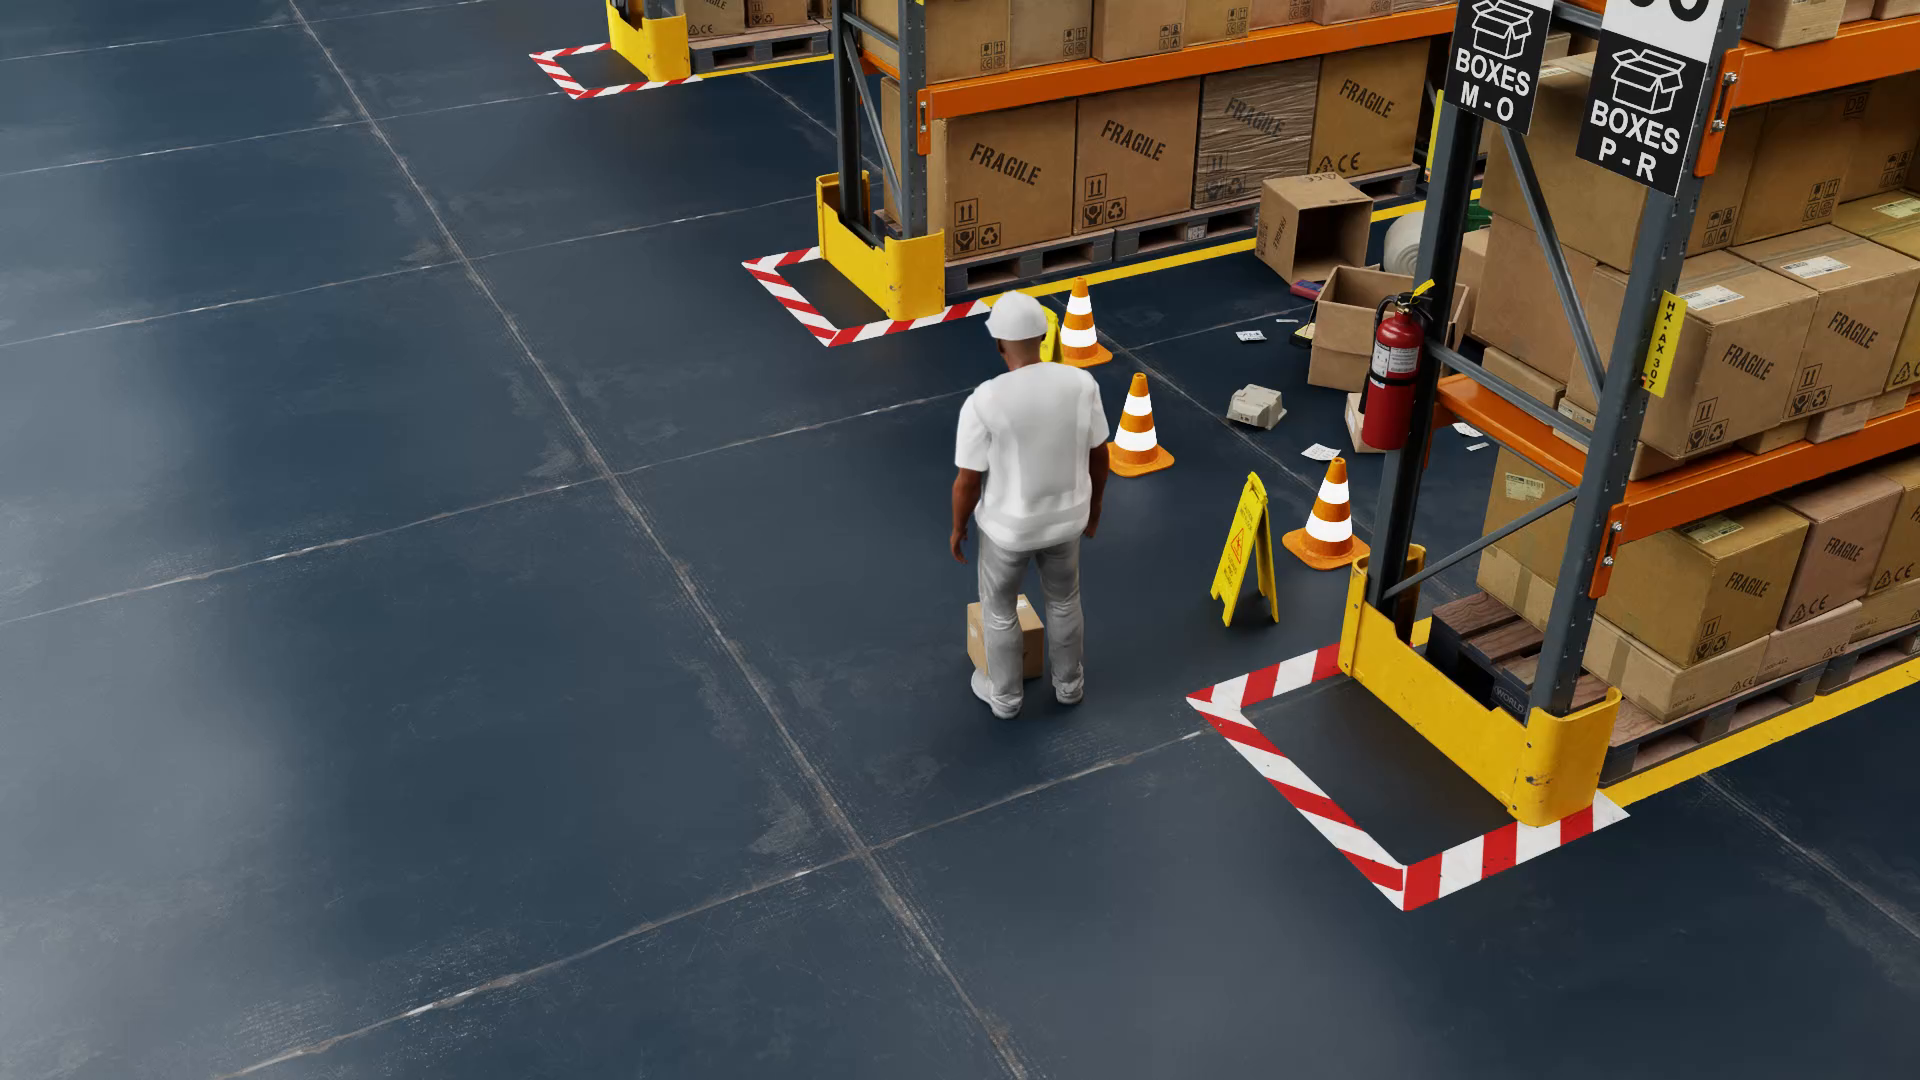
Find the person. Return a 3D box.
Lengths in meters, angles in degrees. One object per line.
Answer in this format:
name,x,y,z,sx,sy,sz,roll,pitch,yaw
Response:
person,0.254,-0.102,6.282,0.629,1.759,0.460,-11,34,-16
